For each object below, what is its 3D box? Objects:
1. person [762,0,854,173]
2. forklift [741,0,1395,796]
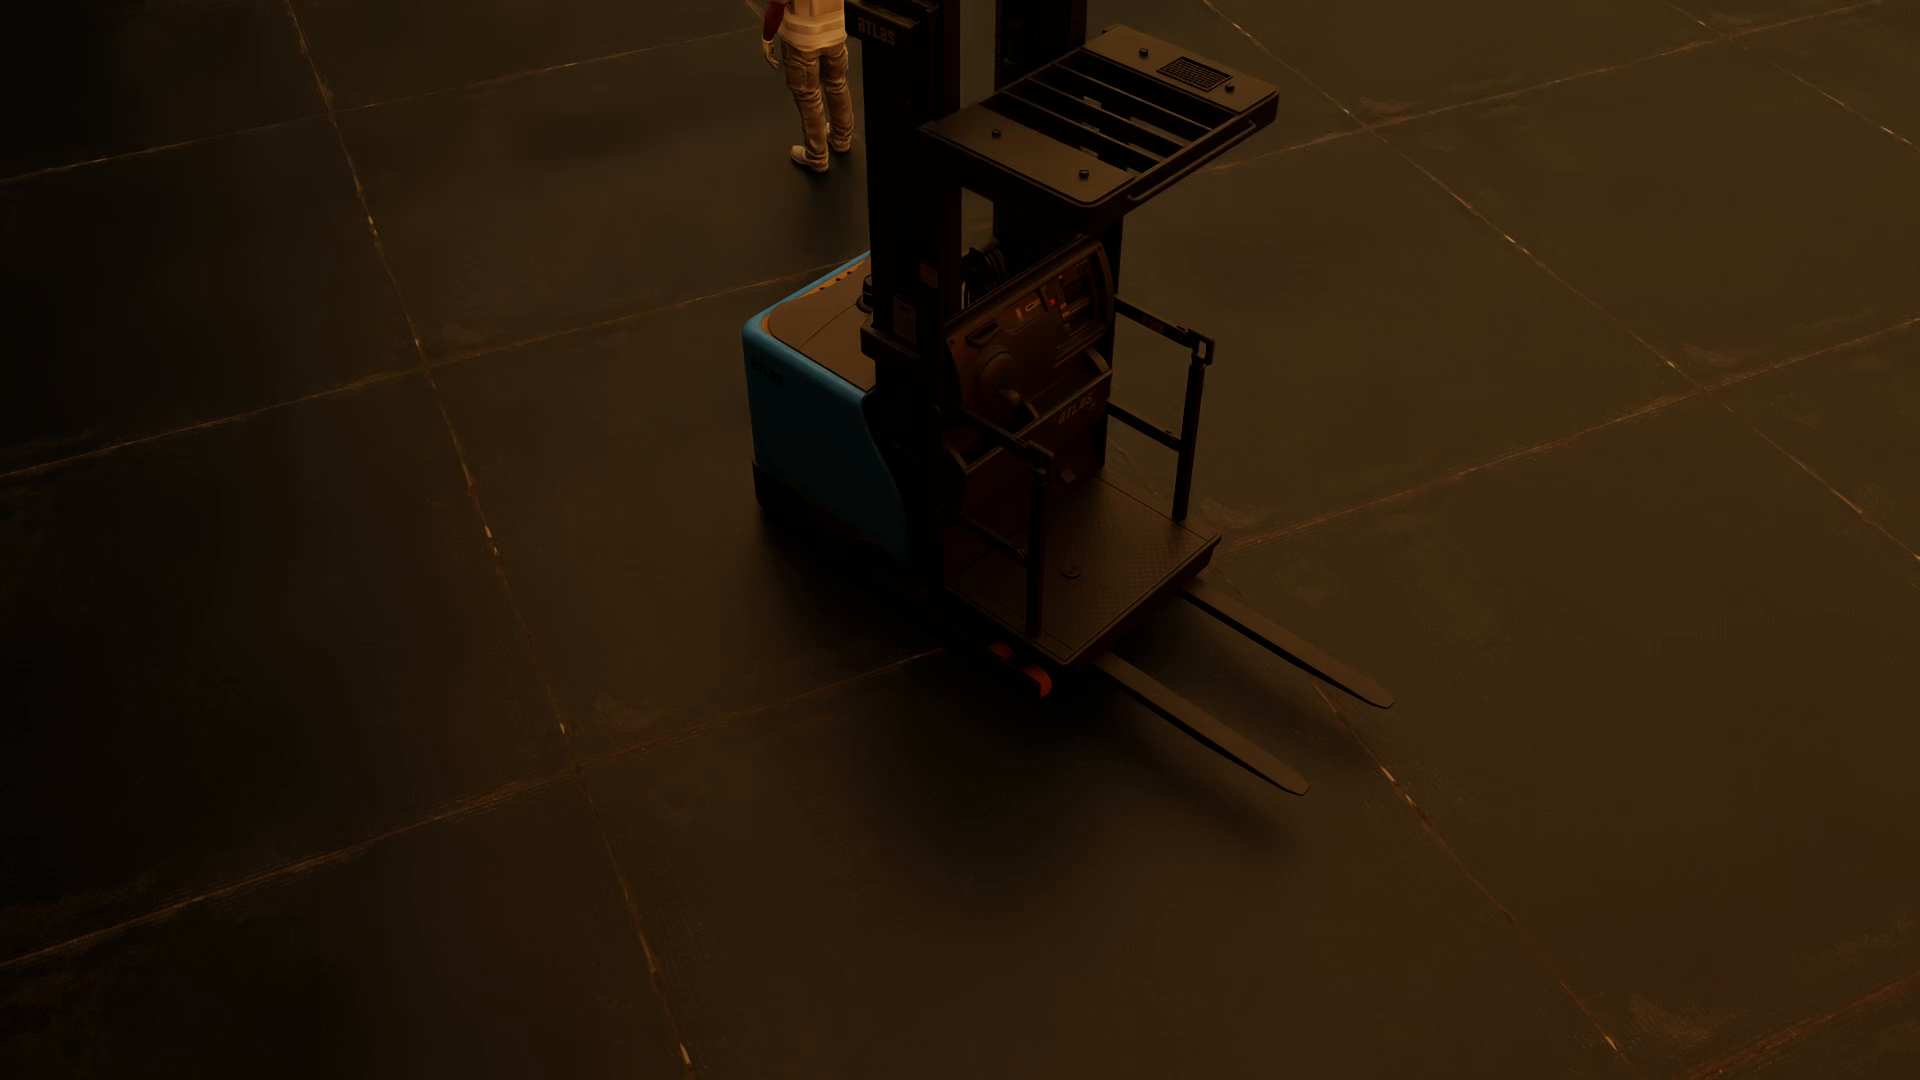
[{"bbox_3d":[-0.896,-2.997,9.723,0.656,1.785,0.575,-26,49,-25],"label":"person"},{"bbox_3d":[0.445,-0.788,6.525,3.031,2.935,1.130,32,52,30],"label":"forklift"}]
